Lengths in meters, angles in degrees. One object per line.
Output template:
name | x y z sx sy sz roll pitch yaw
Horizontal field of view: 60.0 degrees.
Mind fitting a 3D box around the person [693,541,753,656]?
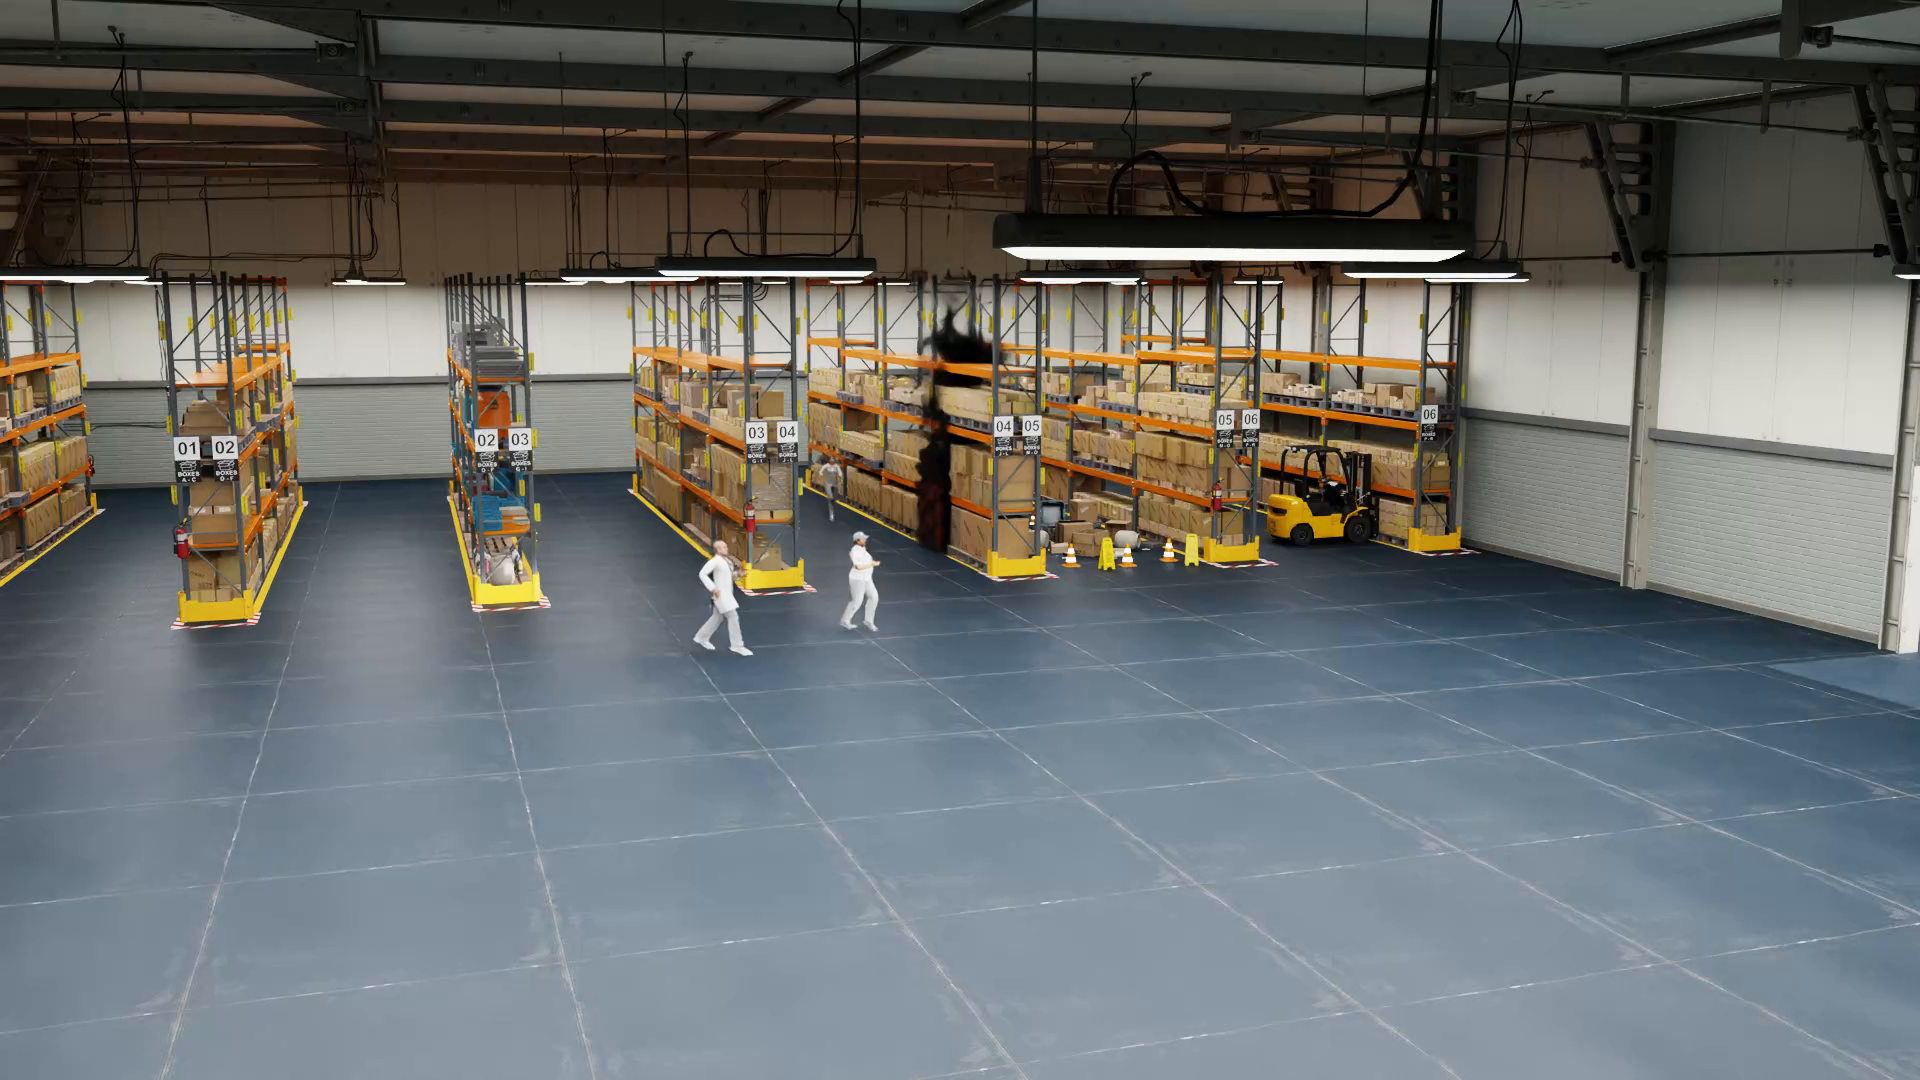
person | -3.733 0.905 26.078 0.989 1.809 0.687 1 9 4

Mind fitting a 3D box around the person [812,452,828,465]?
person | -4.144 -2.567 49.865 0.581 1.630 0.576 2 9 13

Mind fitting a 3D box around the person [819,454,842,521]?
person | -3.202 -1.316 41.431 0.518 1.612 0.785 -3 9 -20

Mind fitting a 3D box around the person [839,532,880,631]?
person | -1.671 0.713 27.903 0.708 1.723 0.585 2 9 12

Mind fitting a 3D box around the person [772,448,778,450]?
person | -5.409 -2.197 47.319 0.603 1.705 0.703 0 9 2
